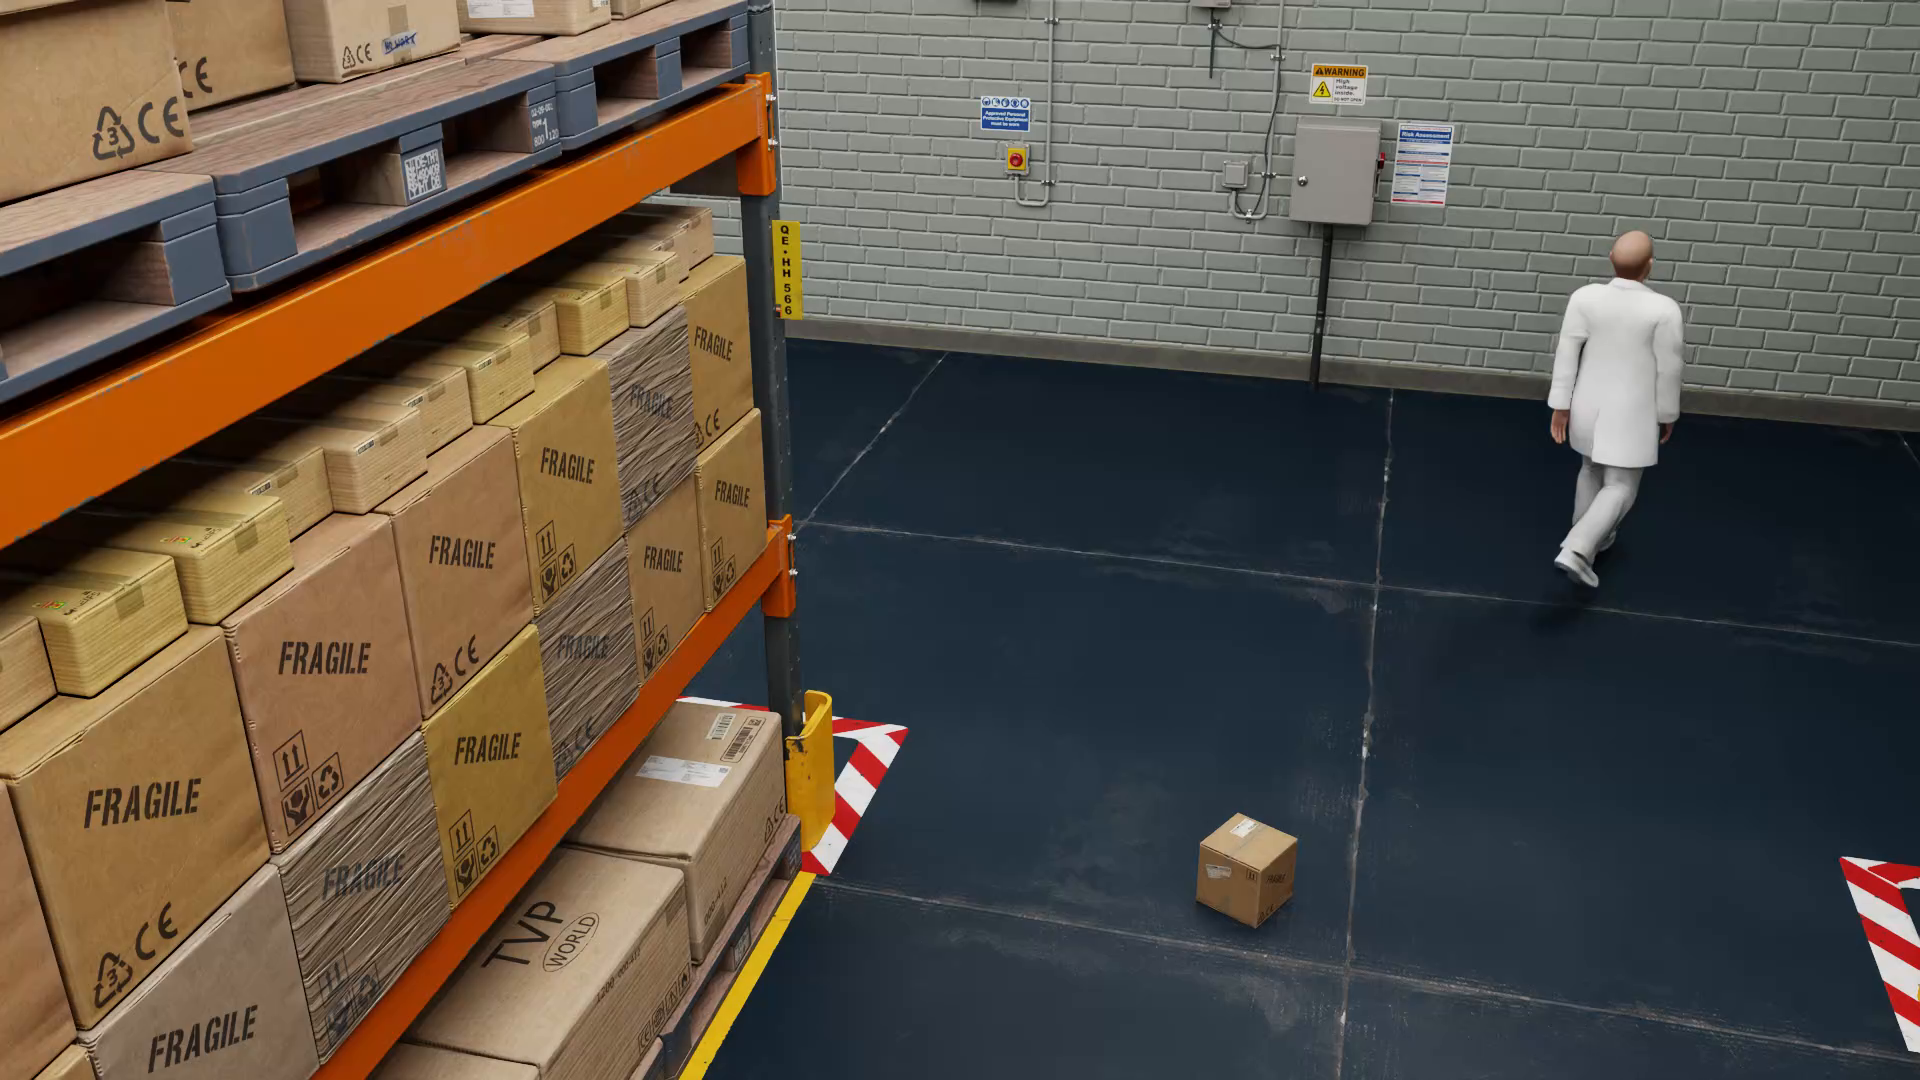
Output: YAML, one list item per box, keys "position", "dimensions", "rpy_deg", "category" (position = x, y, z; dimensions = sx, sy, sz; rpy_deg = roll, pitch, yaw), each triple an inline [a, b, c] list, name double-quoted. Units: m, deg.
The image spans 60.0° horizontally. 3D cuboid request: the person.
- position: [3.106, -0.612, 7.928]
  dimensions: [0.574, 1.747, 0.970]
  rpy_deg: [22, 33, 39]
  category: "person"
